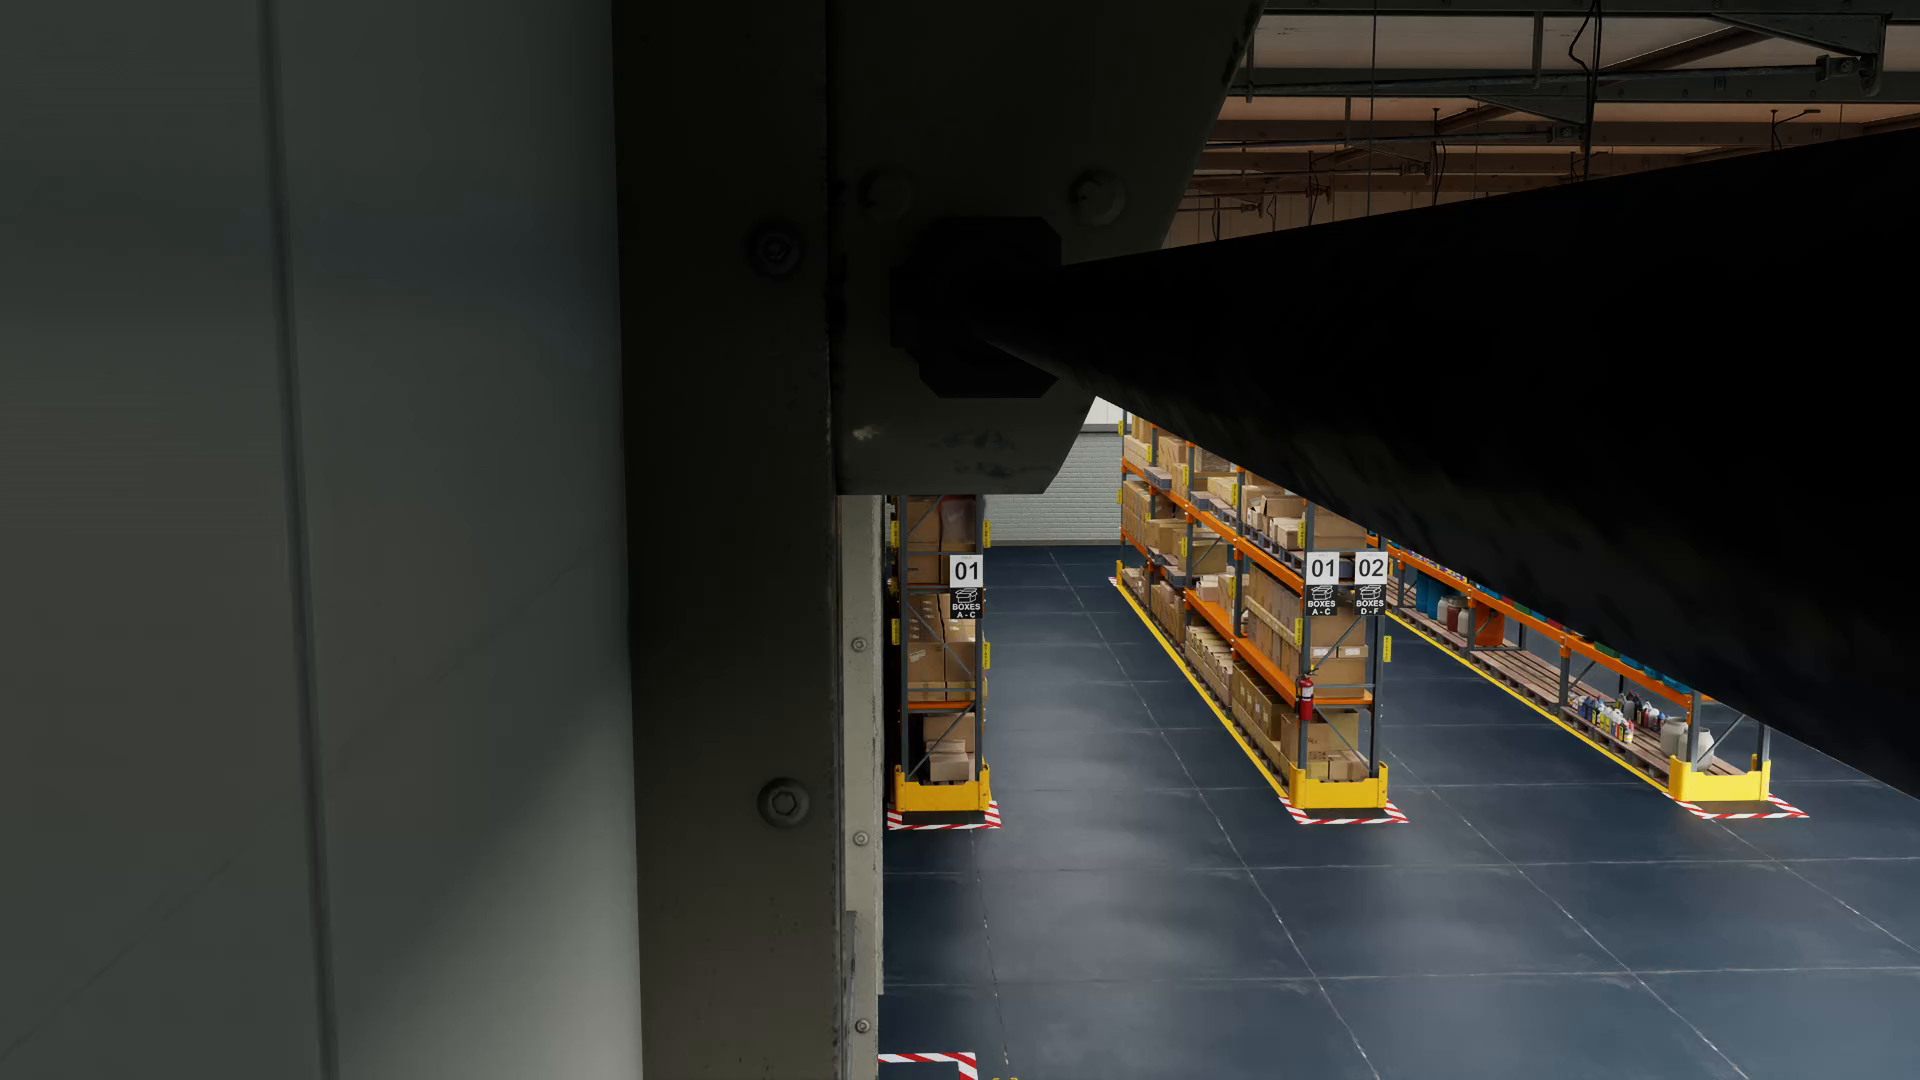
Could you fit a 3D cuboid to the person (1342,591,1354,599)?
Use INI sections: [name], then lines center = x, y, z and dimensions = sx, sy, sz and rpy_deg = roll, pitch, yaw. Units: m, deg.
[person]
center = 7.471, 0.793, 32.003
dimensions = 0.677, 1.688, 0.896
rpy_deg = 0, 8, 0
